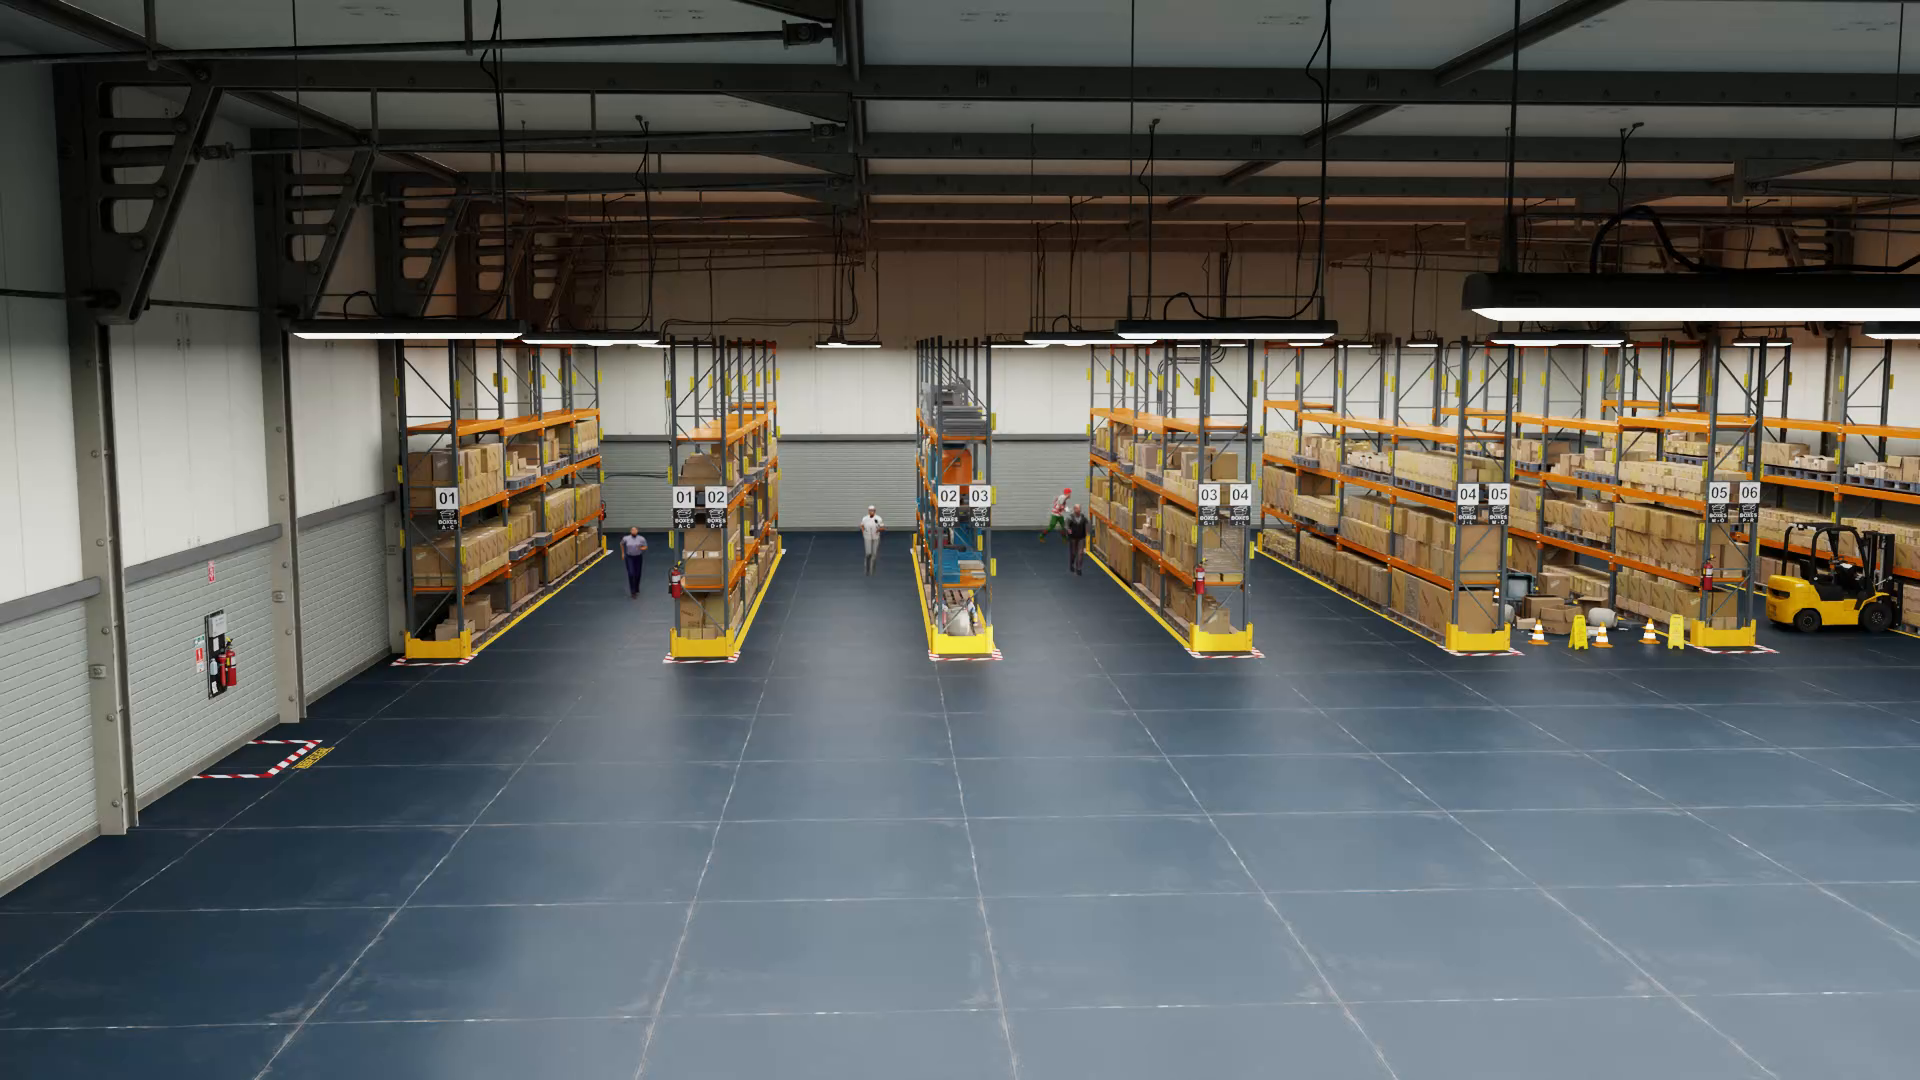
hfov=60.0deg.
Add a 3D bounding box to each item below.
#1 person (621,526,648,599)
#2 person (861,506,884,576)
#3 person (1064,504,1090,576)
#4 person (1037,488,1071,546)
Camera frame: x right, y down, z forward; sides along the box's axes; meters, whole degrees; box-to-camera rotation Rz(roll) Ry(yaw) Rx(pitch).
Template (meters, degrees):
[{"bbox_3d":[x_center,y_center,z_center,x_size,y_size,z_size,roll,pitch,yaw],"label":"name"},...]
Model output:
[{"bbox_3d":[-7.589,0.485,38.790,0.591,1.671,0.908,-2,7,-18],"label":"person"},{"bbox_3d":[-2.141,0.025,40.689,0.581,1.722,0.633,0,6,-3],"label":"person"},{"bbox_3d":[2.862,-0.025,40.666,0.650,1.726,0.804,-1,7,-5],"label":"person"},{"bbox_3d":[2.800,-0.664,49.032,1.053,1.731,0.703,0,6,3],"label":"person"}]
